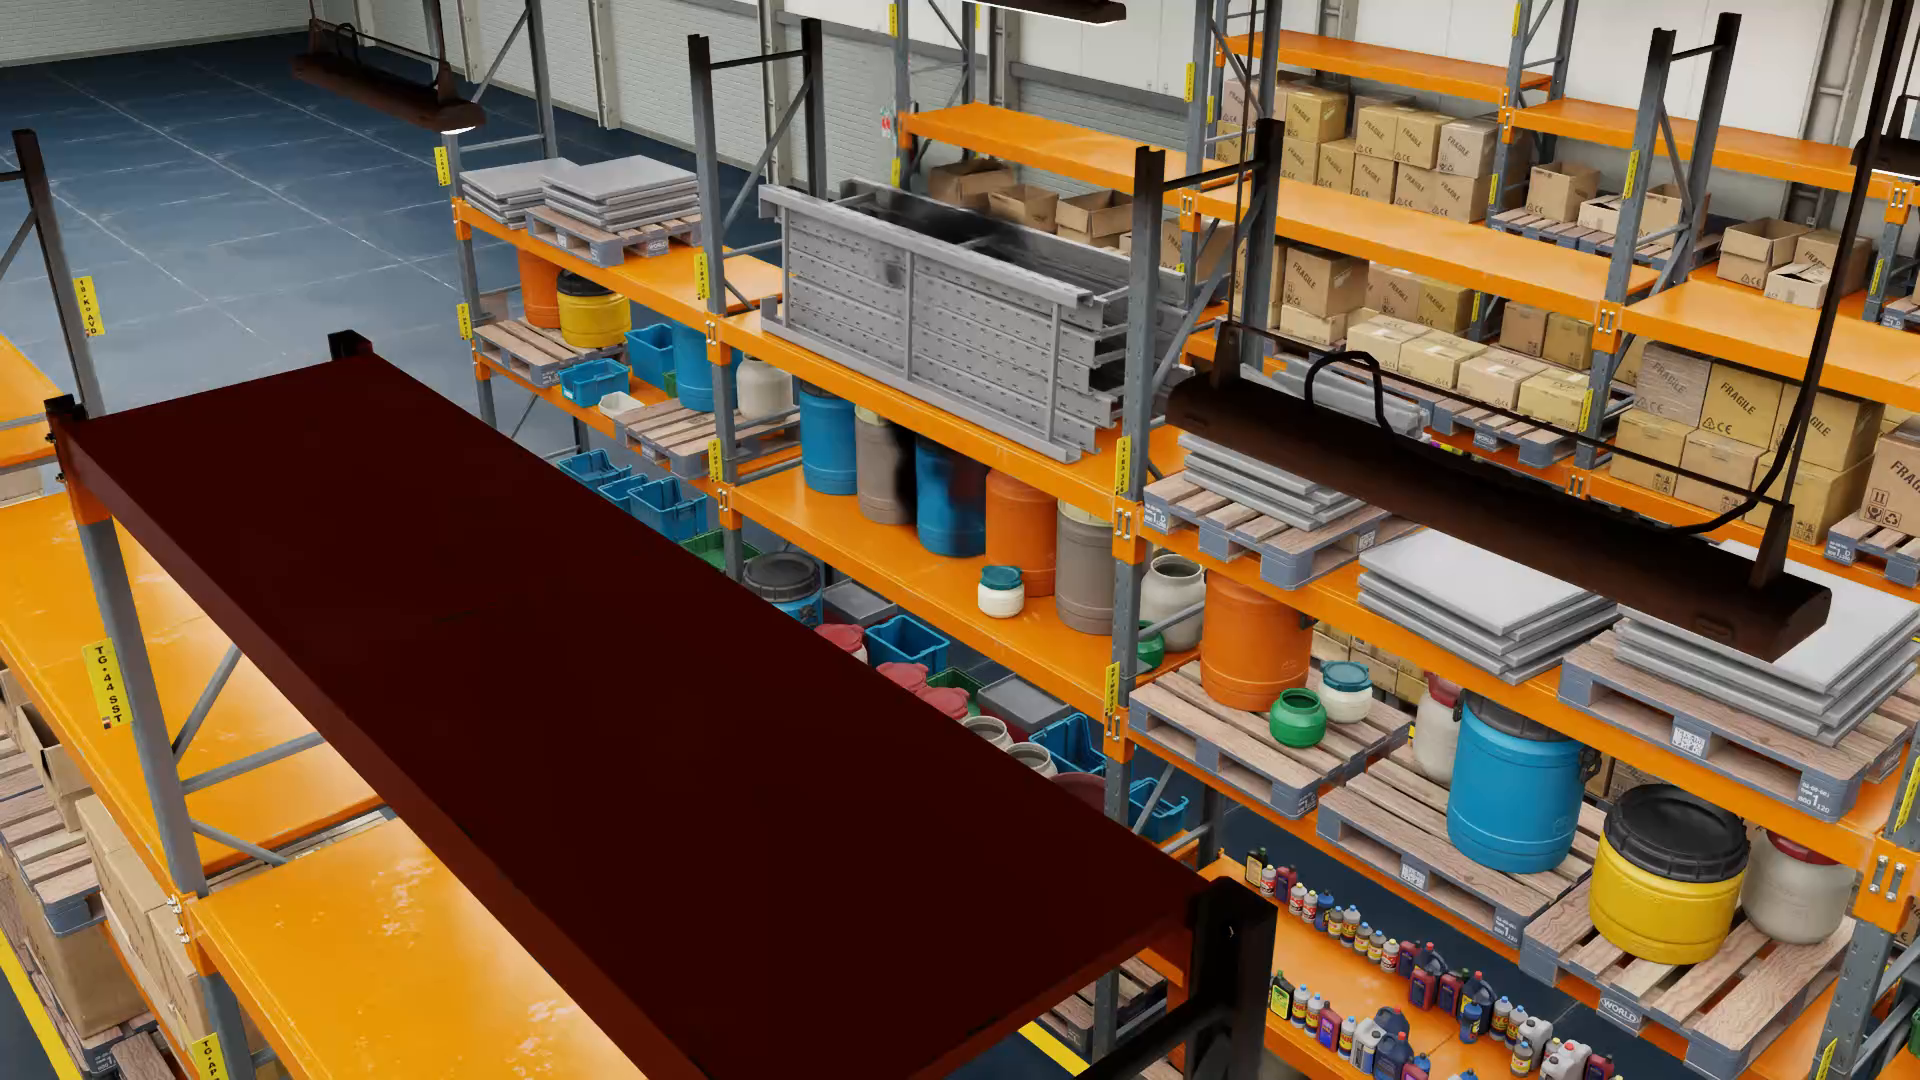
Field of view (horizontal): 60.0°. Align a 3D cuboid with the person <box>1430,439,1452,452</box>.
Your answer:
[{"bbox_3d":[4.642,-0.508,16.627,0.674,1.823,0.729,-23,35,-38],"label":"person"}]

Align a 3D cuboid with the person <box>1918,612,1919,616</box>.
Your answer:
[{"bbox_3d":[8.171,0.873,13.853,1.017,1.760,0.700,21,34,35],"label":"person"}]
